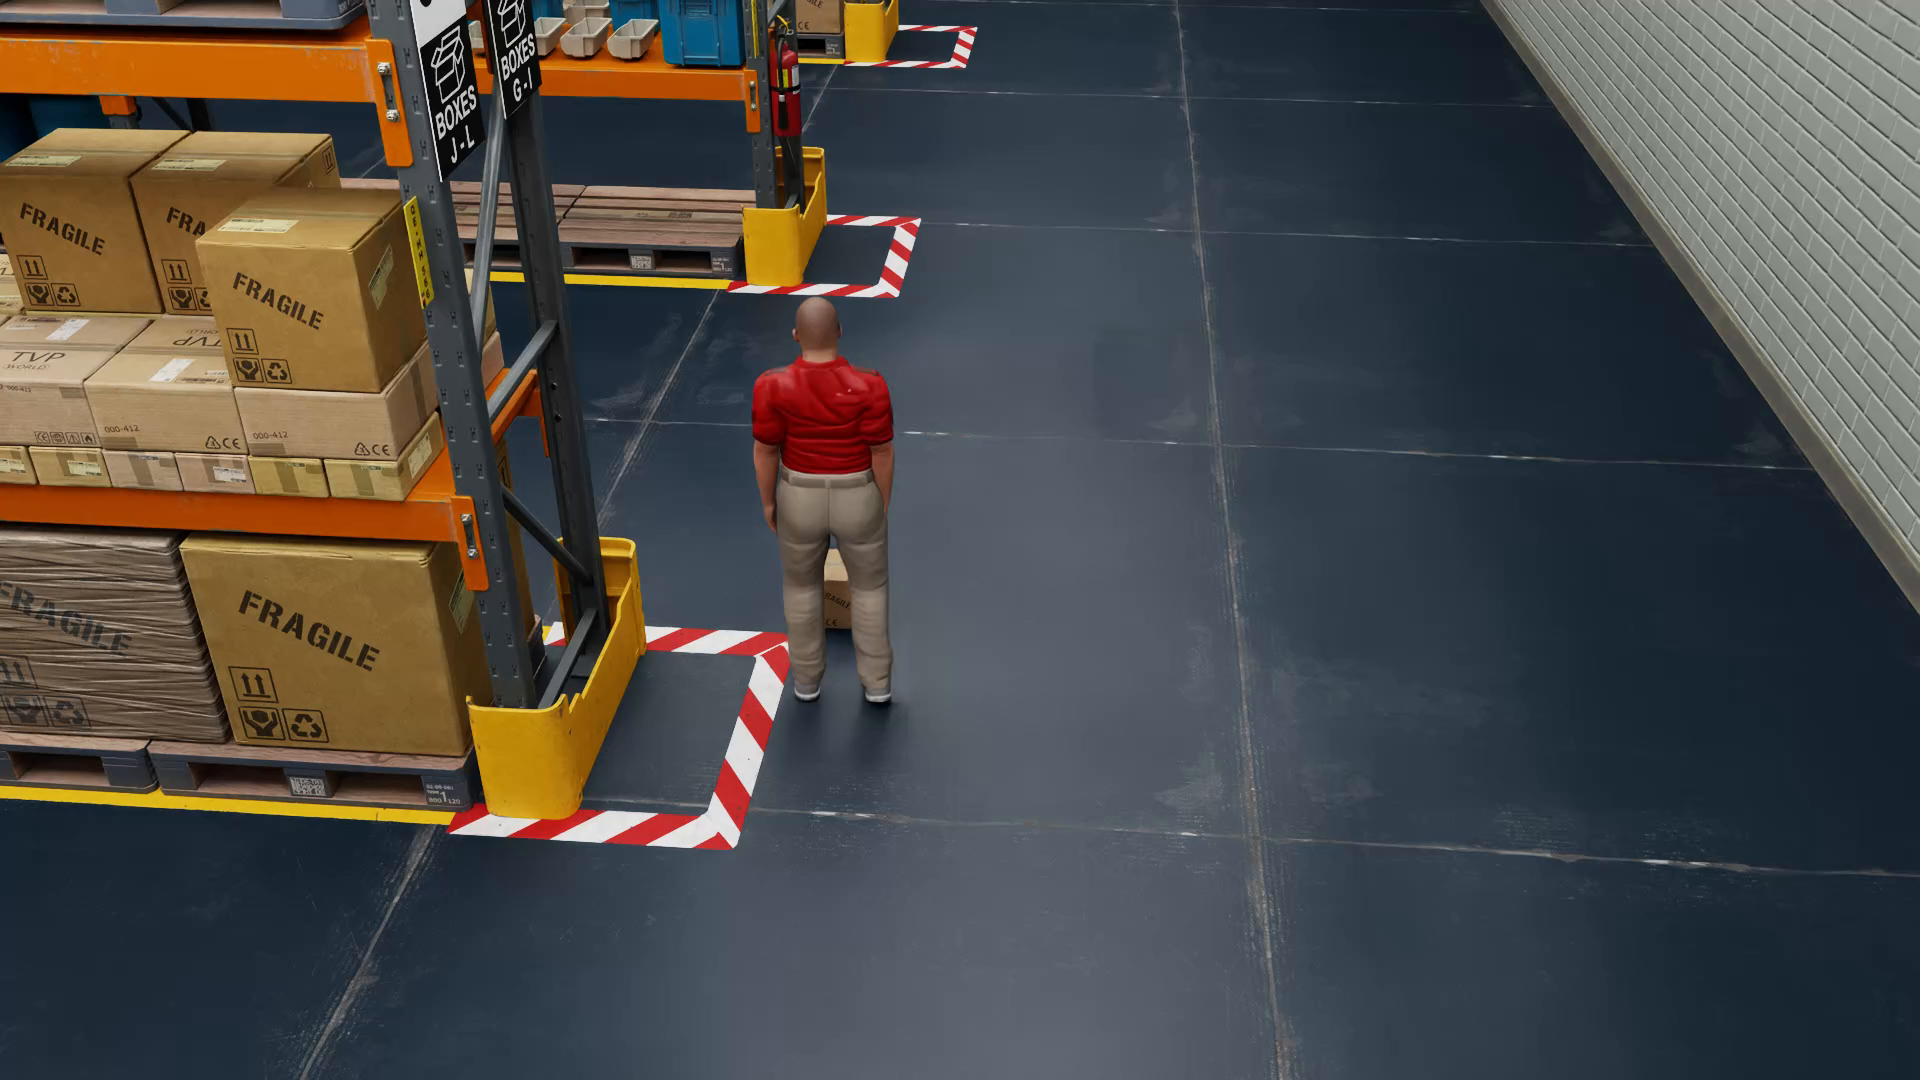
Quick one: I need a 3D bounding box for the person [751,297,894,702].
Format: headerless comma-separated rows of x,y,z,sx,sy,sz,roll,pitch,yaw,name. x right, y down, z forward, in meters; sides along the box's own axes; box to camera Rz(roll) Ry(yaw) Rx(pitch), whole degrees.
-0.511,-0.129,6.406,0.527,1.764,0.370,0,32,-1,person
